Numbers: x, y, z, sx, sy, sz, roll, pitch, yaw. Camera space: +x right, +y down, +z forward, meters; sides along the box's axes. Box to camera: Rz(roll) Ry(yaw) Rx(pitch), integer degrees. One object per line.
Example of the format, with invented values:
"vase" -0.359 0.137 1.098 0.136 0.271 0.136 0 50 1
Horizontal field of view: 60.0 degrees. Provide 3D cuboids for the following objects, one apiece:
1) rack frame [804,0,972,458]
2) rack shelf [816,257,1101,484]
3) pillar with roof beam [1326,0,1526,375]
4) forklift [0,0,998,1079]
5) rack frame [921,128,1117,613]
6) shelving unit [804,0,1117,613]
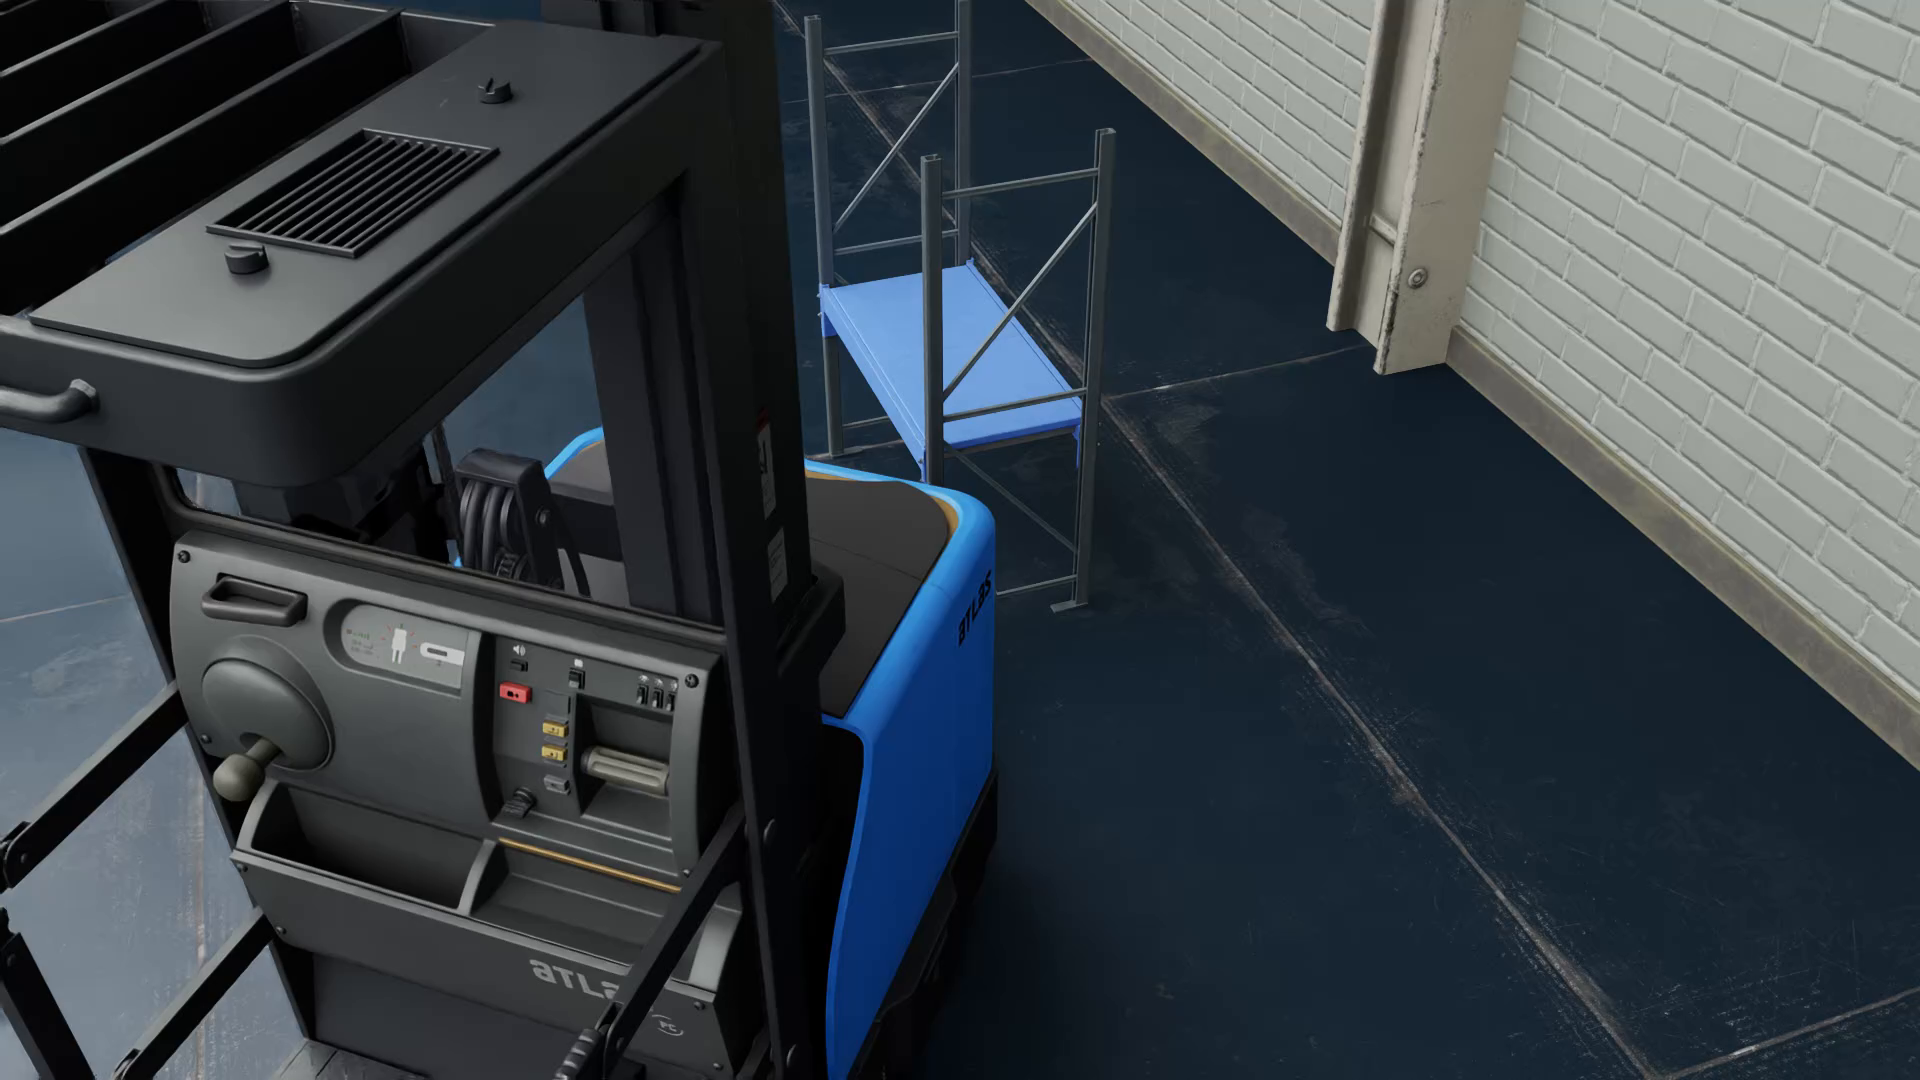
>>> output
"rack frame" -0.204 -0.934 5.244 0.500 1.500 0.032 -12 39 -16
"rack shelf" -0.029 -0.504 4.971 0.538 0.185 1.000 -12 39 -16
"pillar with roof beam" -2.437 -3.445 2.344 9.100 9.000 0.400 -12 39 -16
"forklift" -0.874 0.333 2.372 1.130 2.935 3.031 12 39 15
"rack frame" 0.146 -0.360 4.481 0.500 1.500 0.032 -12 39 -16
"shelving unit" -0.029 -0.647 4.863 0.538 1.500 1.048 -12 39 -16
